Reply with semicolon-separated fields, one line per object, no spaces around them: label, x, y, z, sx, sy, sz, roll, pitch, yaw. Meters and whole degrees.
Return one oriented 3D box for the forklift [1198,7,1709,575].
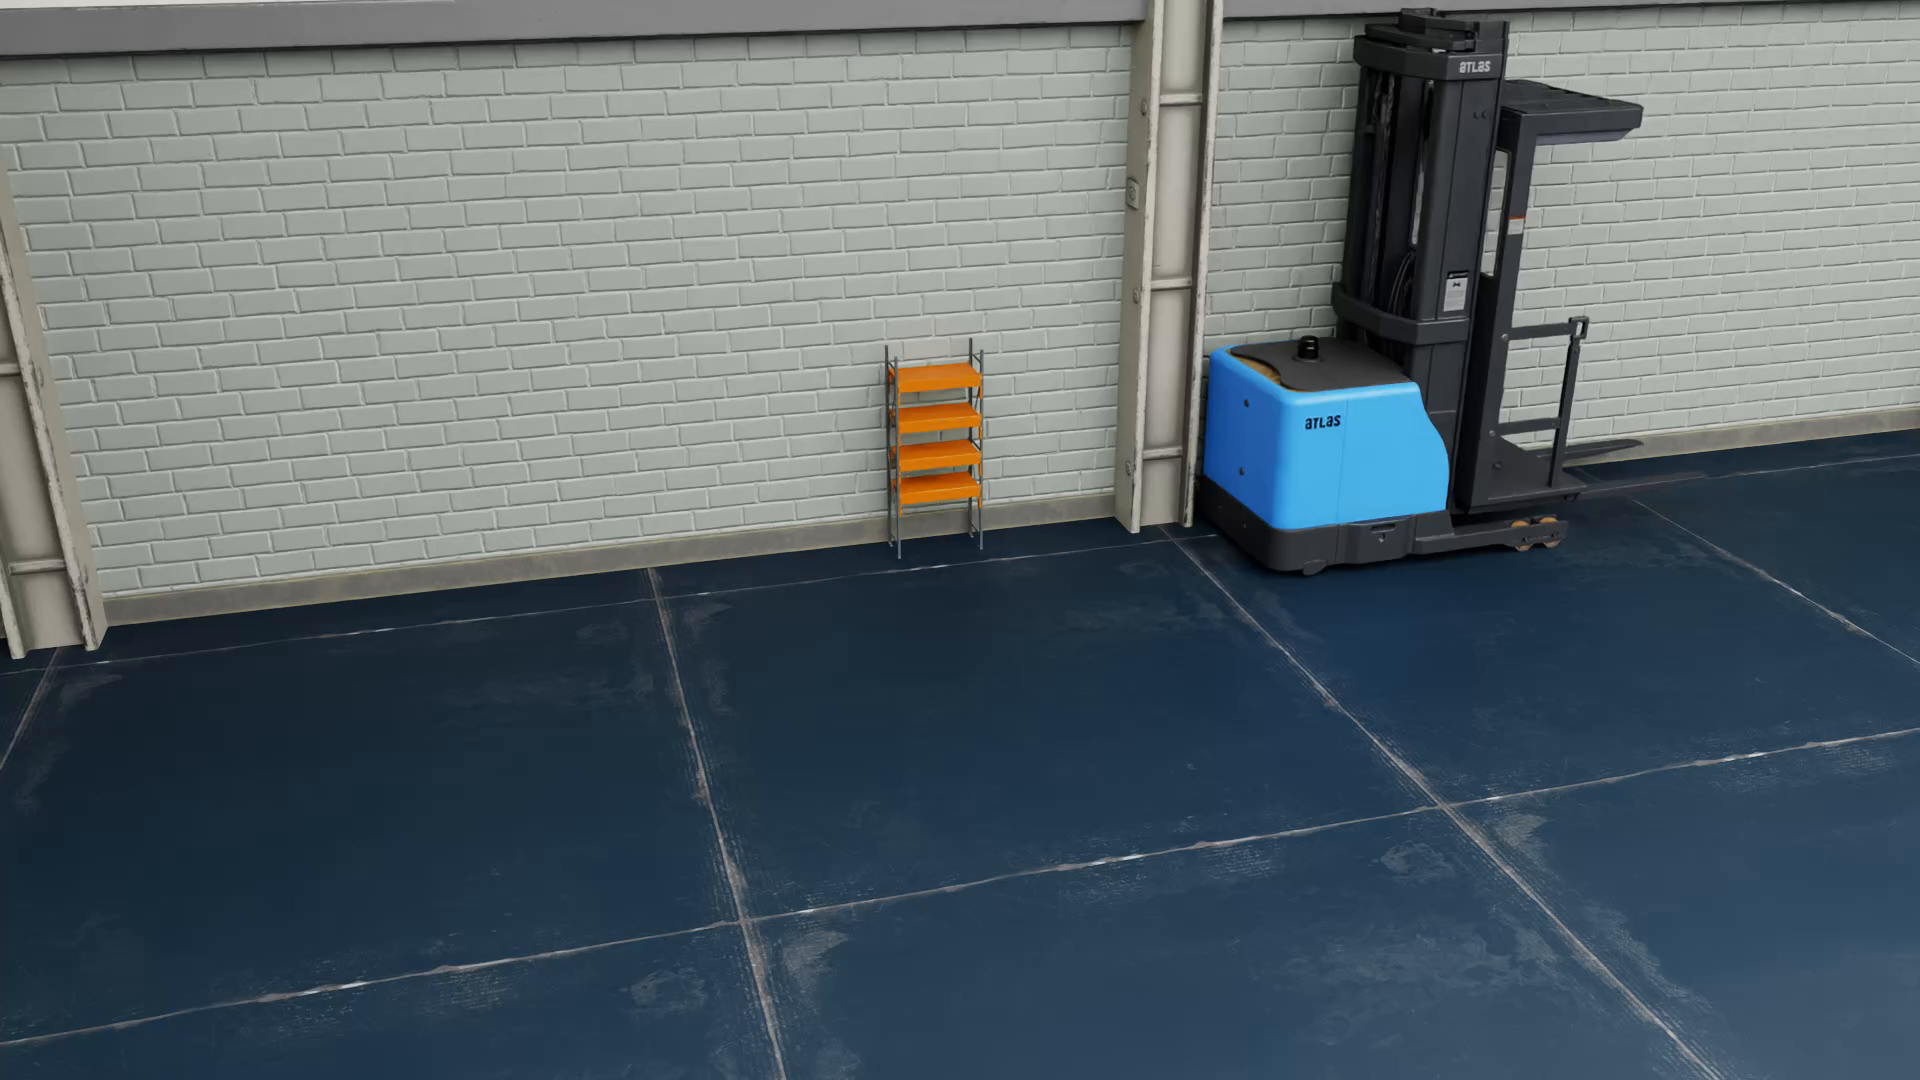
forklift;3.007;-1.478;9.476;3.031;2.935;1.130;-7;24;-16

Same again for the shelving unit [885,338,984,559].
shelving unit;-0.144;-0.514;9.426;0.503;1.200;0.258;-7;24;-15

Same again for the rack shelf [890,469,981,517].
rack shelf;-0.144;-0.270;9.531;0.480;0.148;0.258;-7;24;-15

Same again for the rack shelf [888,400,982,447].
rack shelf;-0.144;-0.658;9.364;0.480;0.148;0.258;-7;24;-15

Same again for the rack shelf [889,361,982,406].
rack shelf;-0.144;-0.875;9.270;0.480;0.148;0.258;-7;24;-15

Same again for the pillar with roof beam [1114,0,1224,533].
pillar with roof beam;2.324;-2.621;4.446;0.400;9.000;9.100;-6;24;-14

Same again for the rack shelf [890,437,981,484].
rack shelf;-0.144;-0.452;9.453;0.480;0.148;0.258;-7;24;-15

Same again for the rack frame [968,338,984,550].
rack frame;0.091;-0.541;9.488;0.015;1.200;0.240;-7;24;-15

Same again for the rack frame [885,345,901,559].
rack frame;-0.378;-0.487;9.363;0.015;1.200;0.240;-7;24;-15

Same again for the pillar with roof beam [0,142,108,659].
pillar with roof beam;-3.453;-1.982;2.956;0.400;9.000;9.100;-6;24;-14
